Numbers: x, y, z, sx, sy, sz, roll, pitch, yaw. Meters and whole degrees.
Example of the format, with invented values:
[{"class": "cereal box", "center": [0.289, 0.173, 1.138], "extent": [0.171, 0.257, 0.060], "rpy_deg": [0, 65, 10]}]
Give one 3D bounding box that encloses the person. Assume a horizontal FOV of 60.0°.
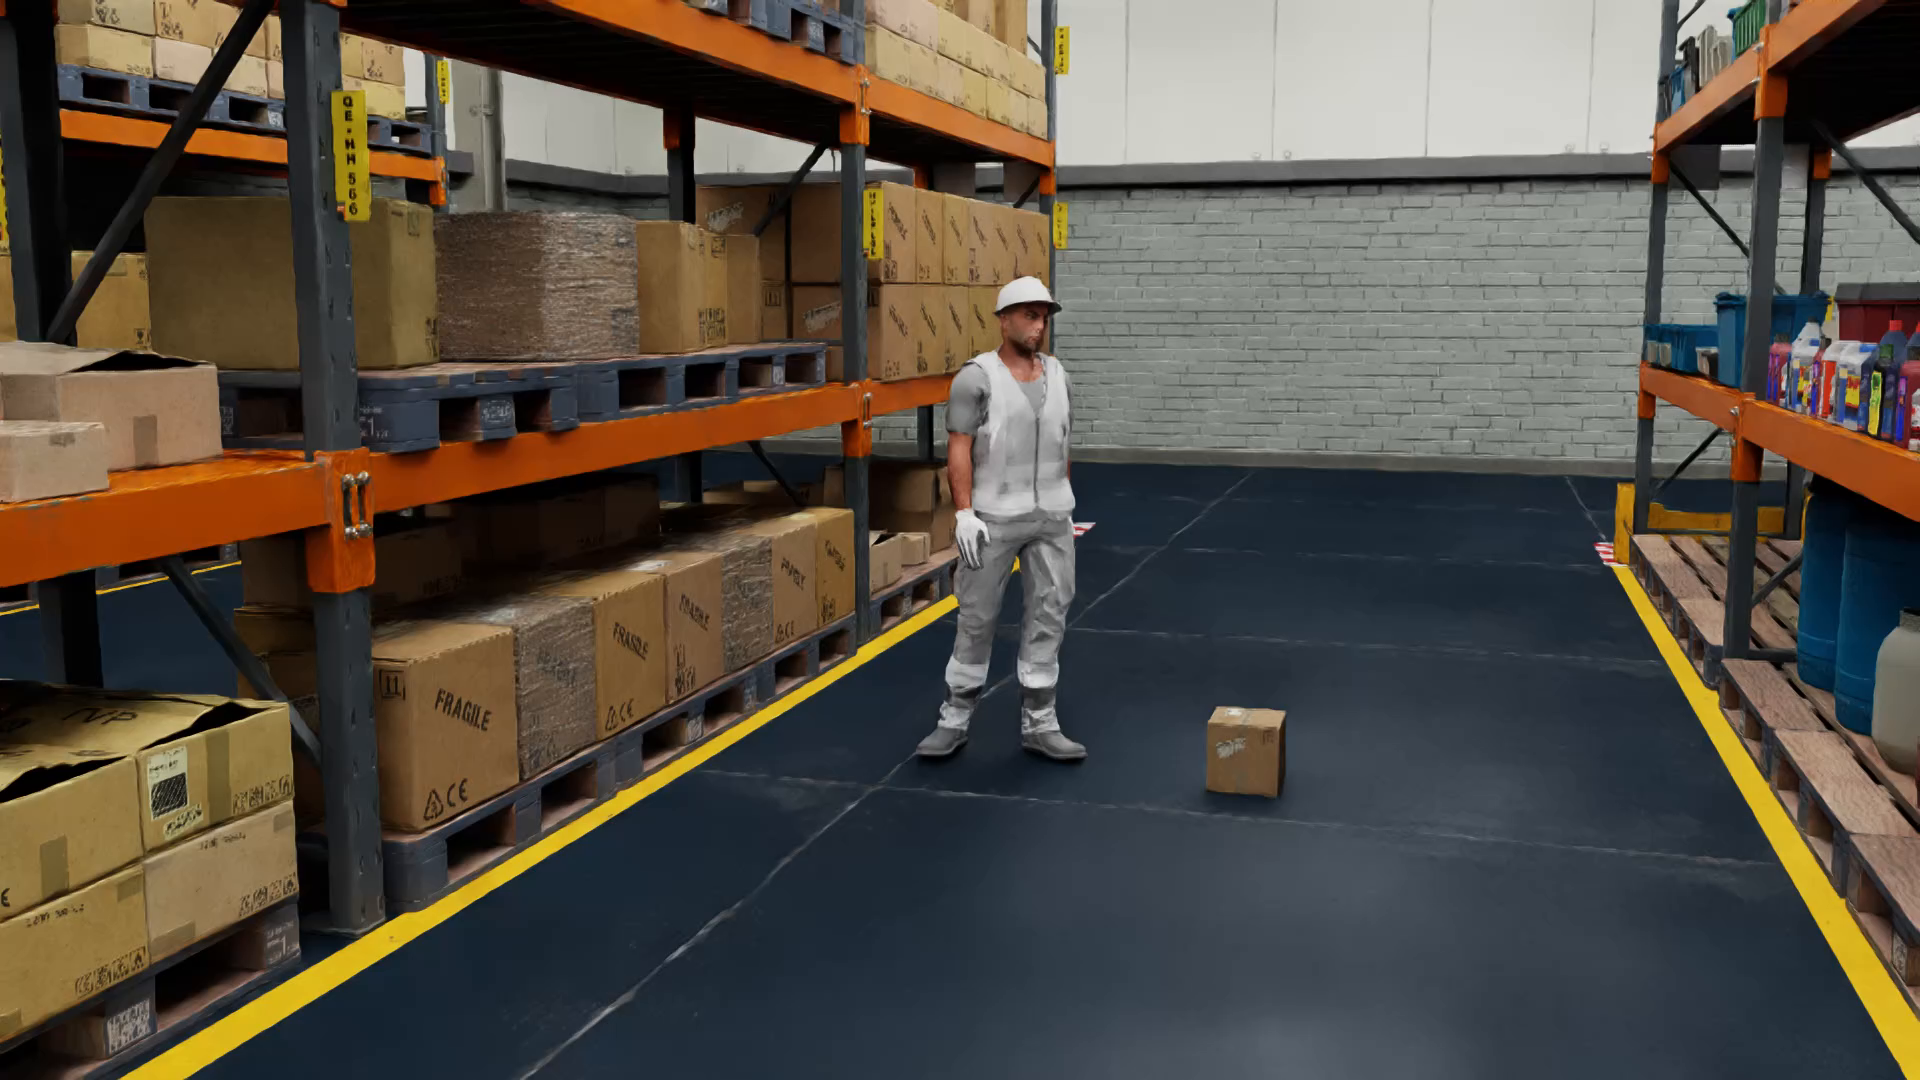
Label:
[{"class": "person", "center": [0.157, -0.072, 6.161], "extent": [0.662, 1.791, 0.428], "rpy_deg": [-4, 9, -23]}]
